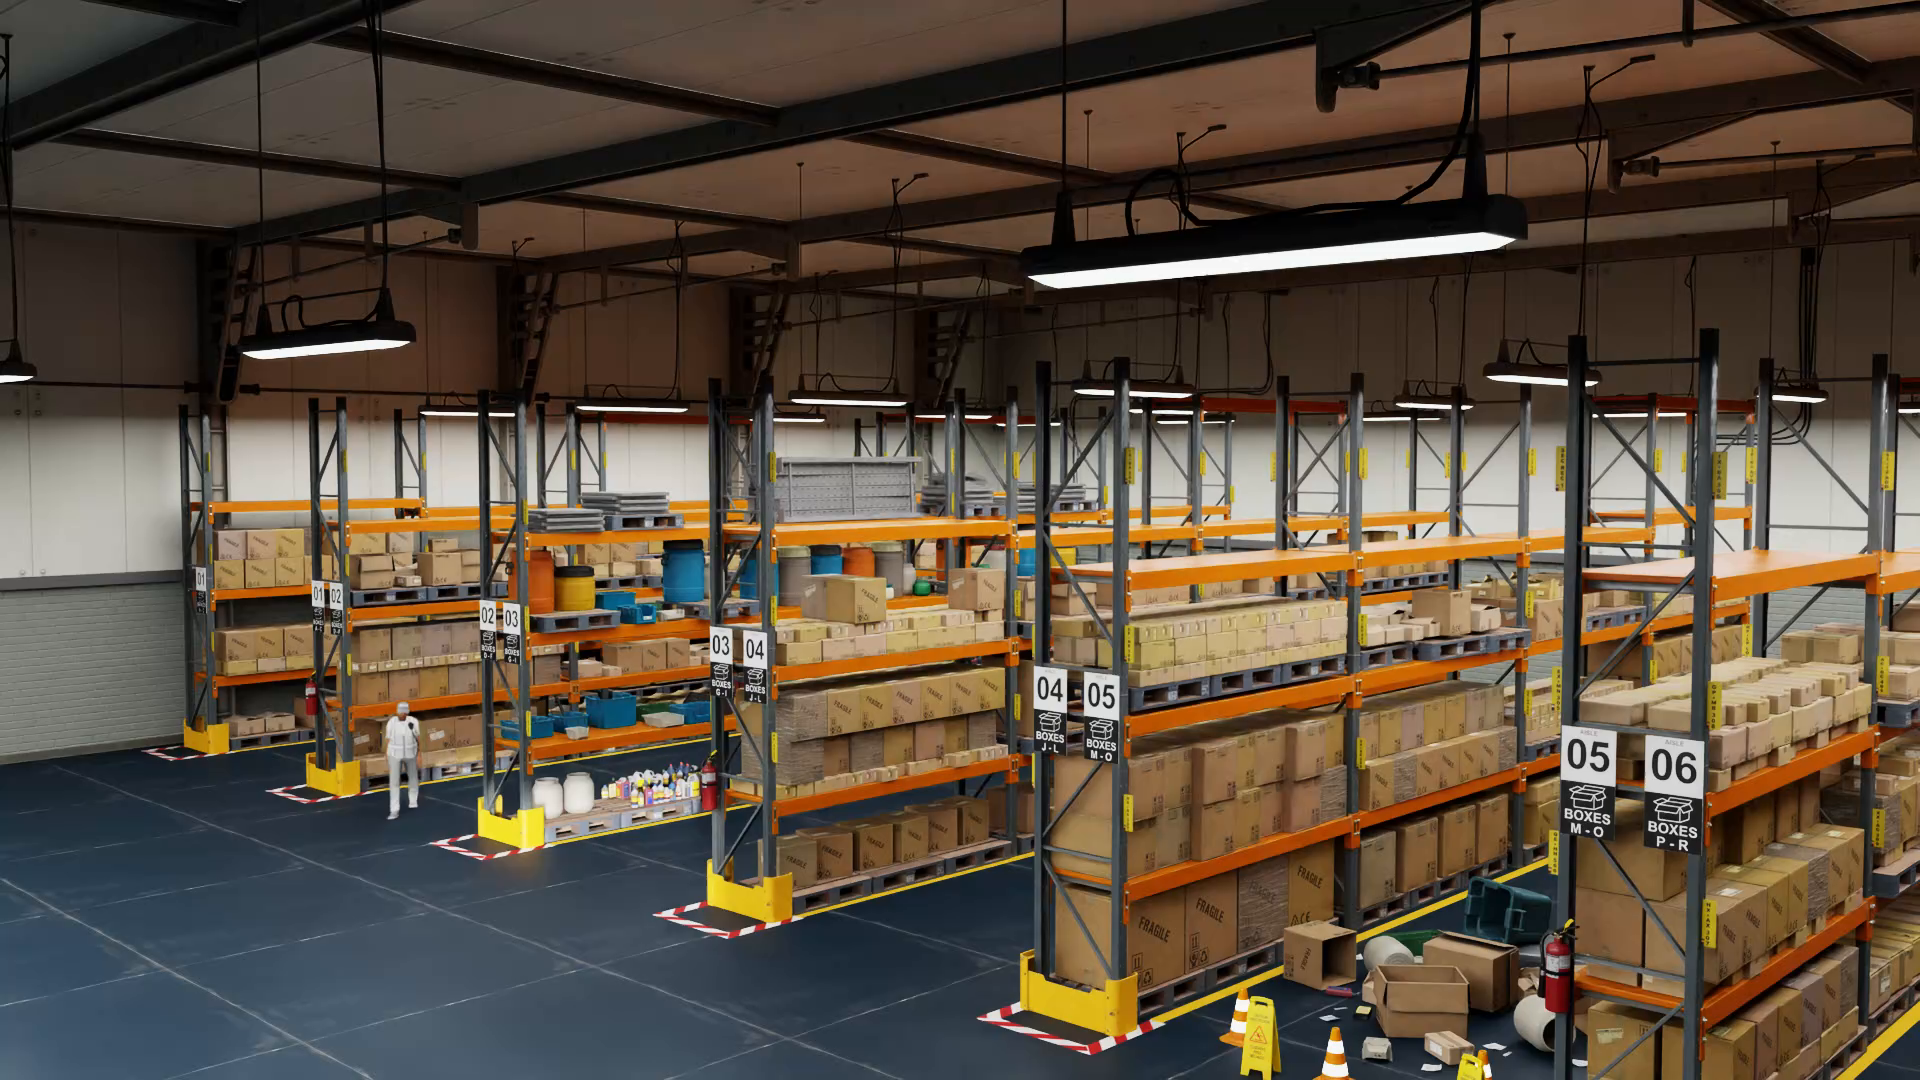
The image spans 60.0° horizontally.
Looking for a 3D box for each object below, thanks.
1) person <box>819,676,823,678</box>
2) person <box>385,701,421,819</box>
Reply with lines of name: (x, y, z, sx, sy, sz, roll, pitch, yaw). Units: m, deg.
person: (-2.480, 2.737, 30.478, 0.782, 1.669, 0.503, -2, 4, -39)
person: (-7.974, 3.097, 23.772, 0.508, 1.625, 0.852, -2, 3, -27)
